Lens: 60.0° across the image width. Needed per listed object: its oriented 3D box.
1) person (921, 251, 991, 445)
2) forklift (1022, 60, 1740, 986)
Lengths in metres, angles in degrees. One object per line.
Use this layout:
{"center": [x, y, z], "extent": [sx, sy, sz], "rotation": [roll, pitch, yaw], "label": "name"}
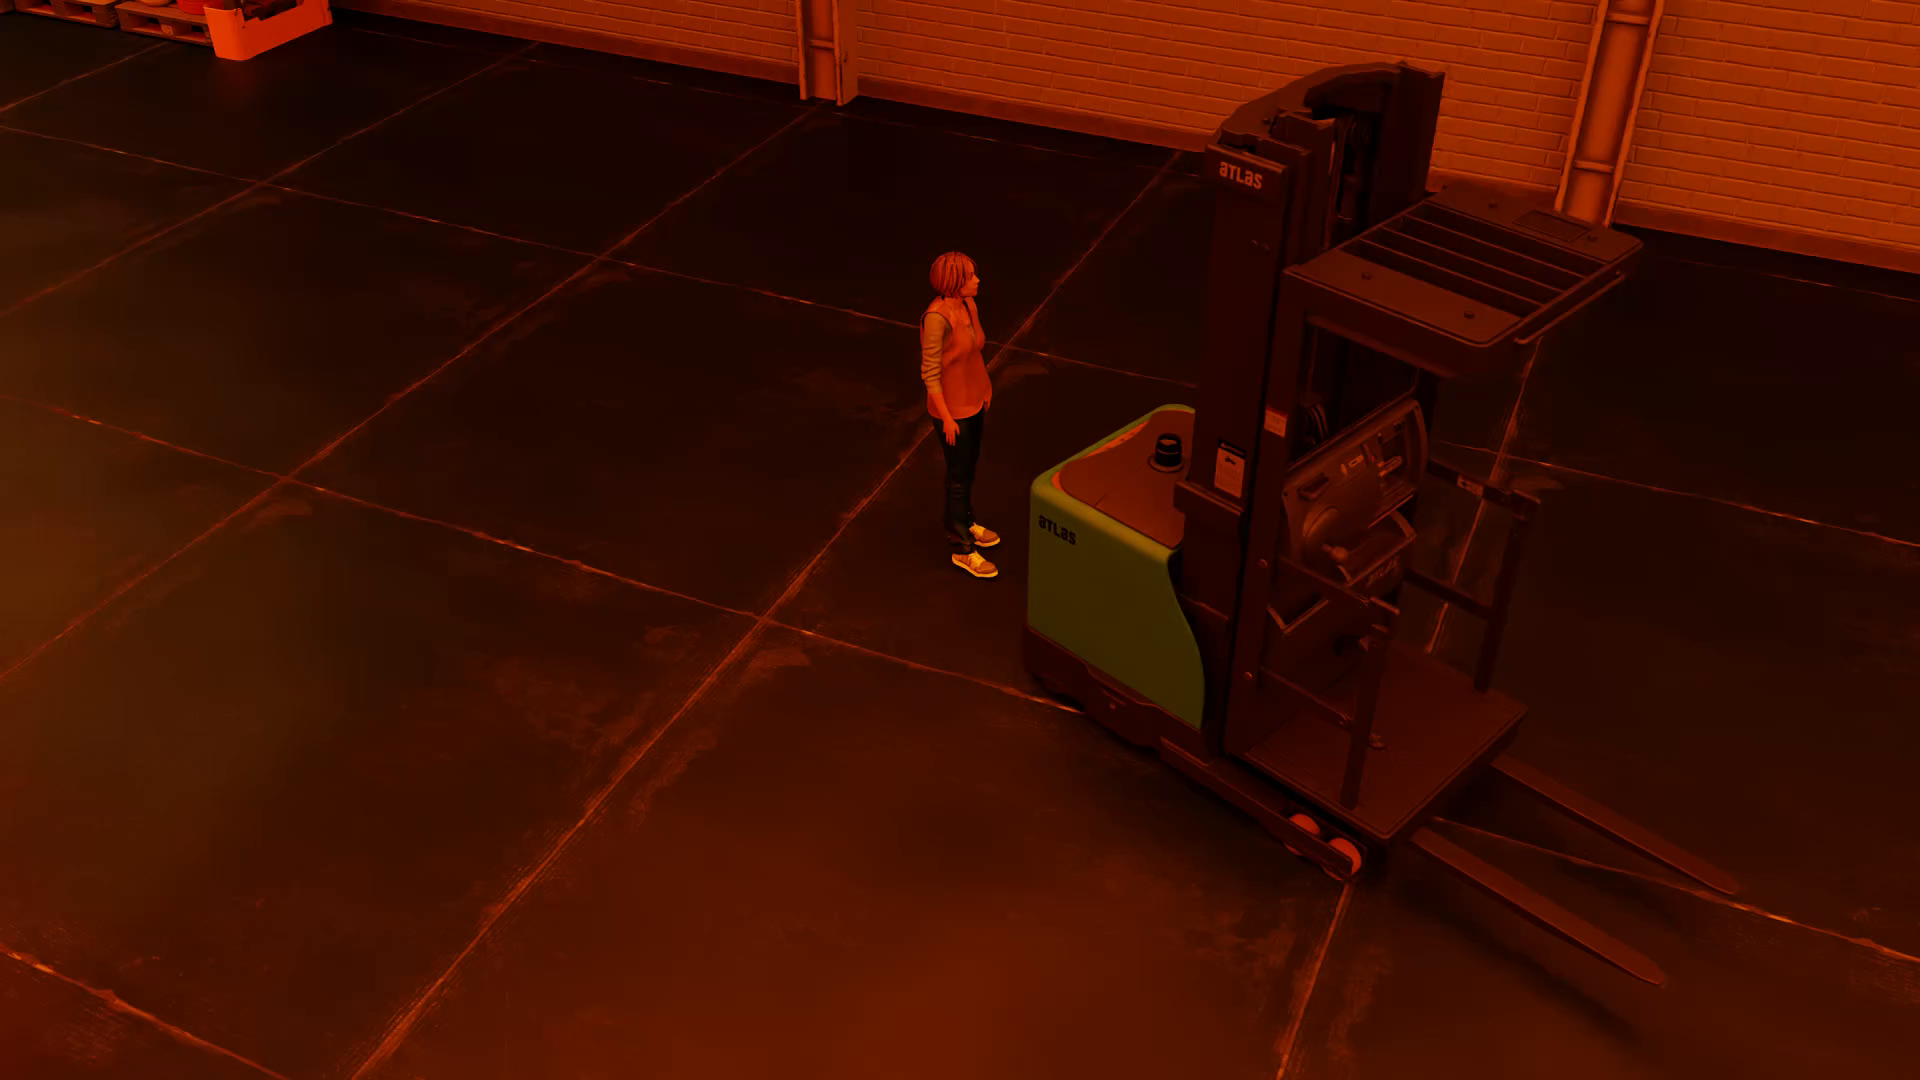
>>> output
{"center": [-0.025, -0.929, 7.956], "extent": [0.256, 0.907, 0.502], "rotation": [15, 38, 20], "label": "person"}
{"center": [1.684, -0.169, 6.323], "extent": [1.130, 2.935, 3.031], "rotation": [-30, 45, -35], "label": "forklift"}
